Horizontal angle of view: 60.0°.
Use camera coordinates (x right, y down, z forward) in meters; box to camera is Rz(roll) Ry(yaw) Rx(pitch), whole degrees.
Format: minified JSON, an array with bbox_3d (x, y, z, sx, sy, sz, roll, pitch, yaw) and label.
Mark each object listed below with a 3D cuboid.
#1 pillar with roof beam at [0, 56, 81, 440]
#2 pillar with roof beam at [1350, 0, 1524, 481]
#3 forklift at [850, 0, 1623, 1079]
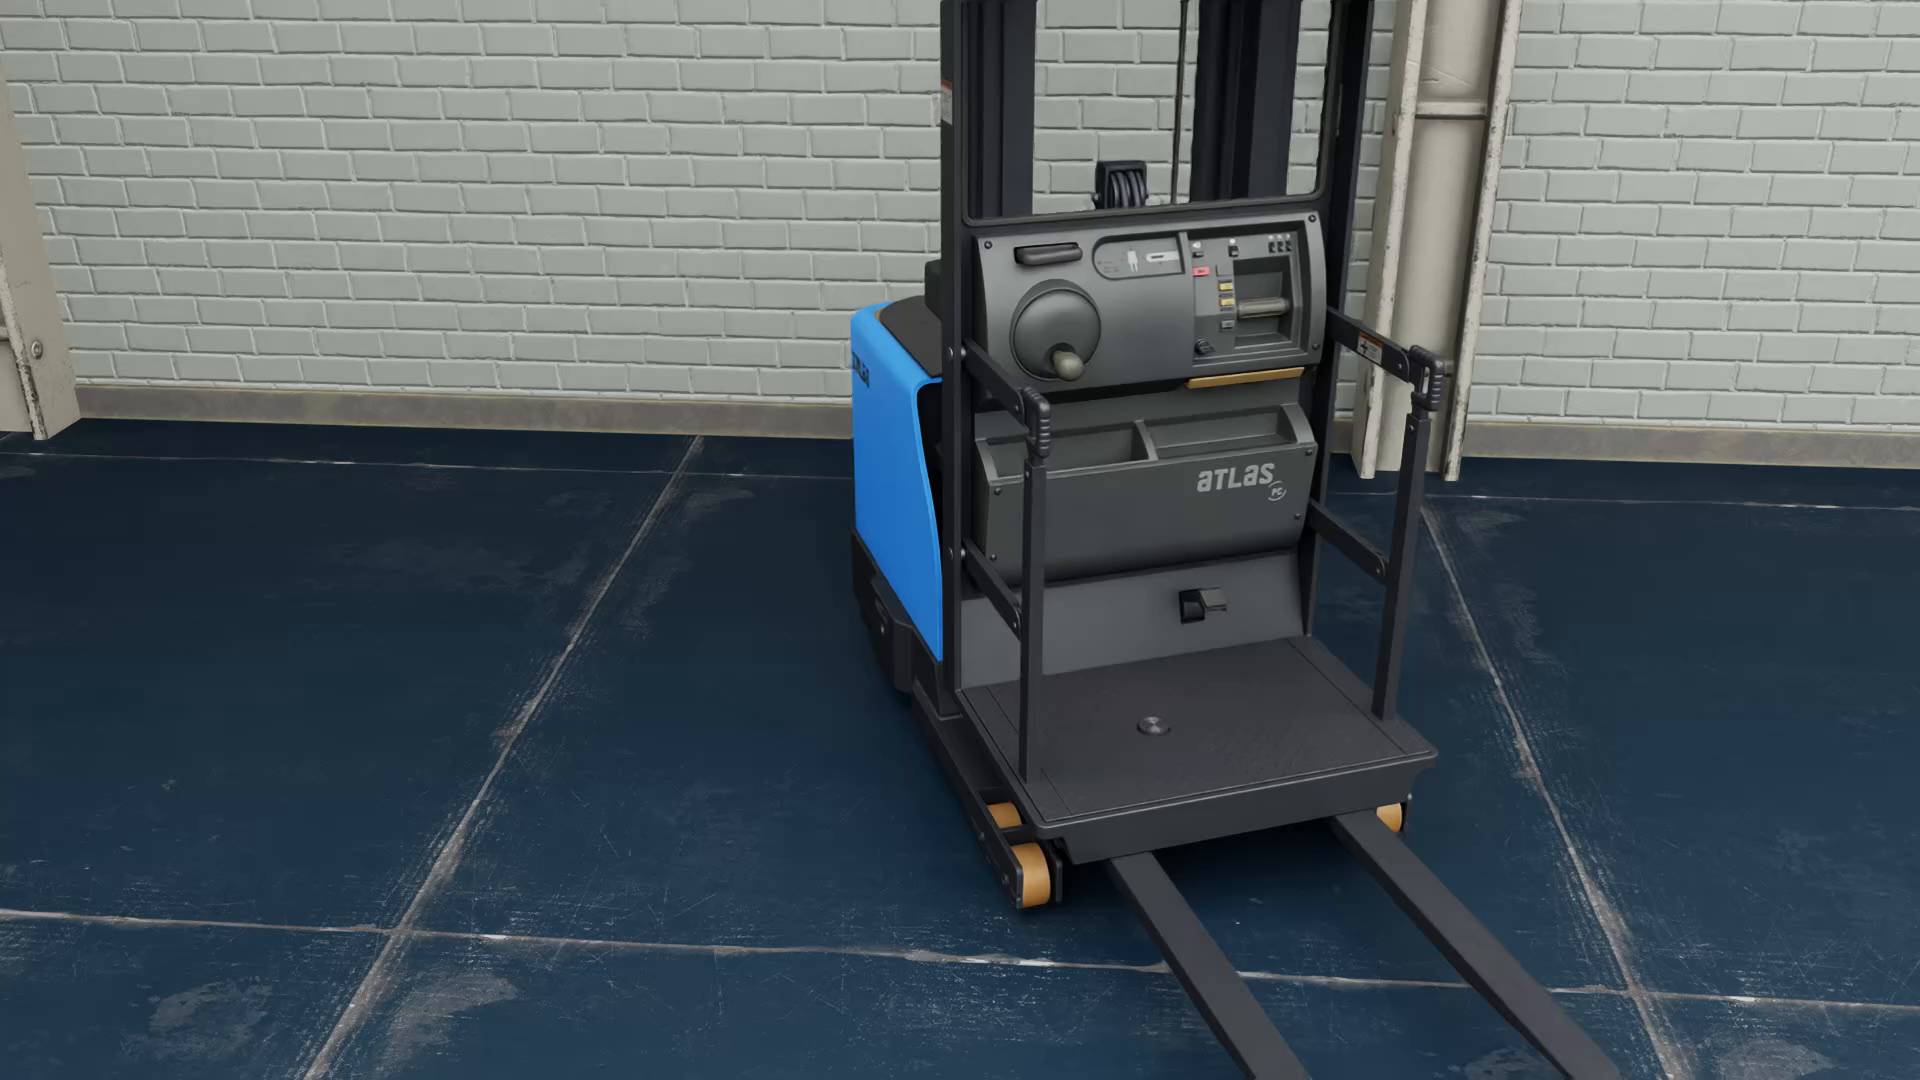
[{"bbox_3d":[-4.467,-2.797,1.563,0.400,9.000,9.100,2,25,4],"label":"pillar with roof beam"},{"bbox_3d":[1.515,-2.605,1.146,0.400,9.000,9.100,2,25,4],"label":"pillar with roof beam"},{"bbox_3d":[0.561,-0.584,4.014,1.130,2.935,3.031,-7,26,-16],"label":"forklift"}]
